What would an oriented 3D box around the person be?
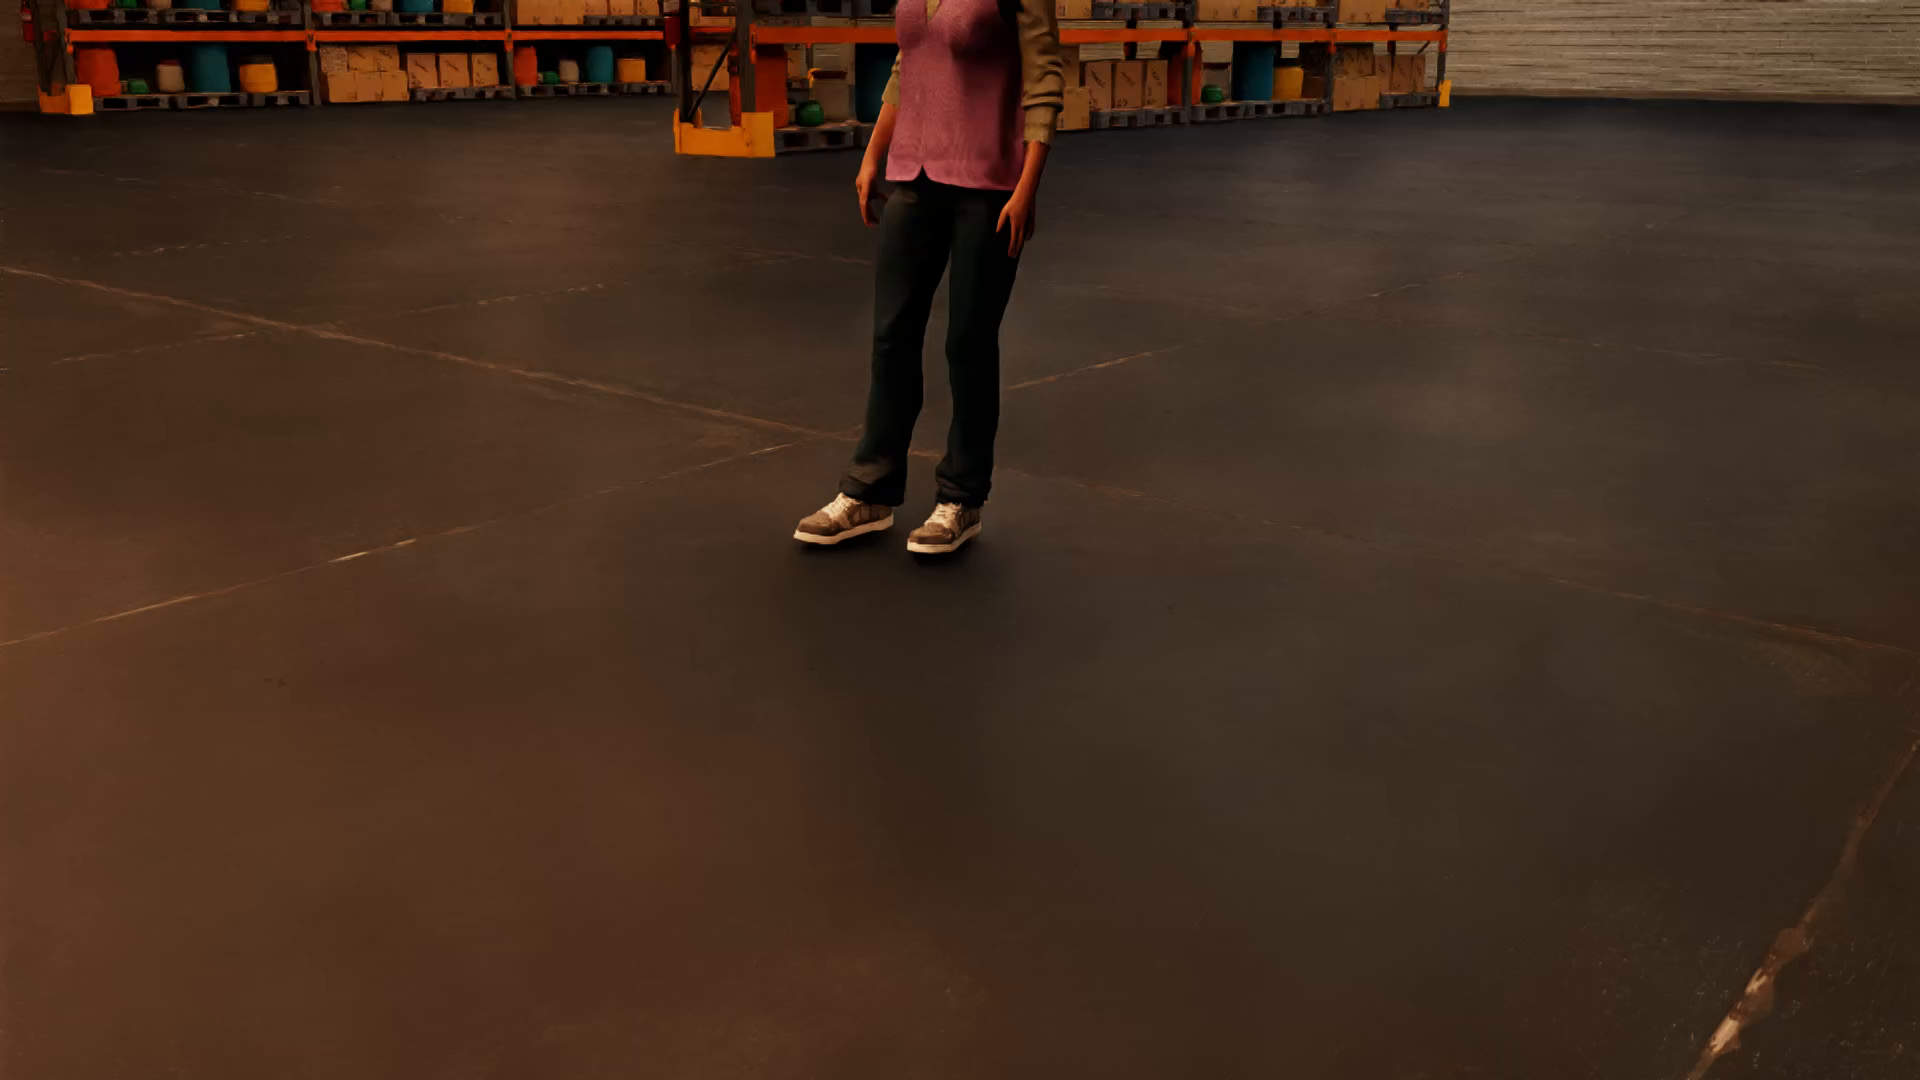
[{"bbox_3d":[-0.058,-0.757,3.662,0.520,1.597,0.474,13,21,37],"label":"person"}]
